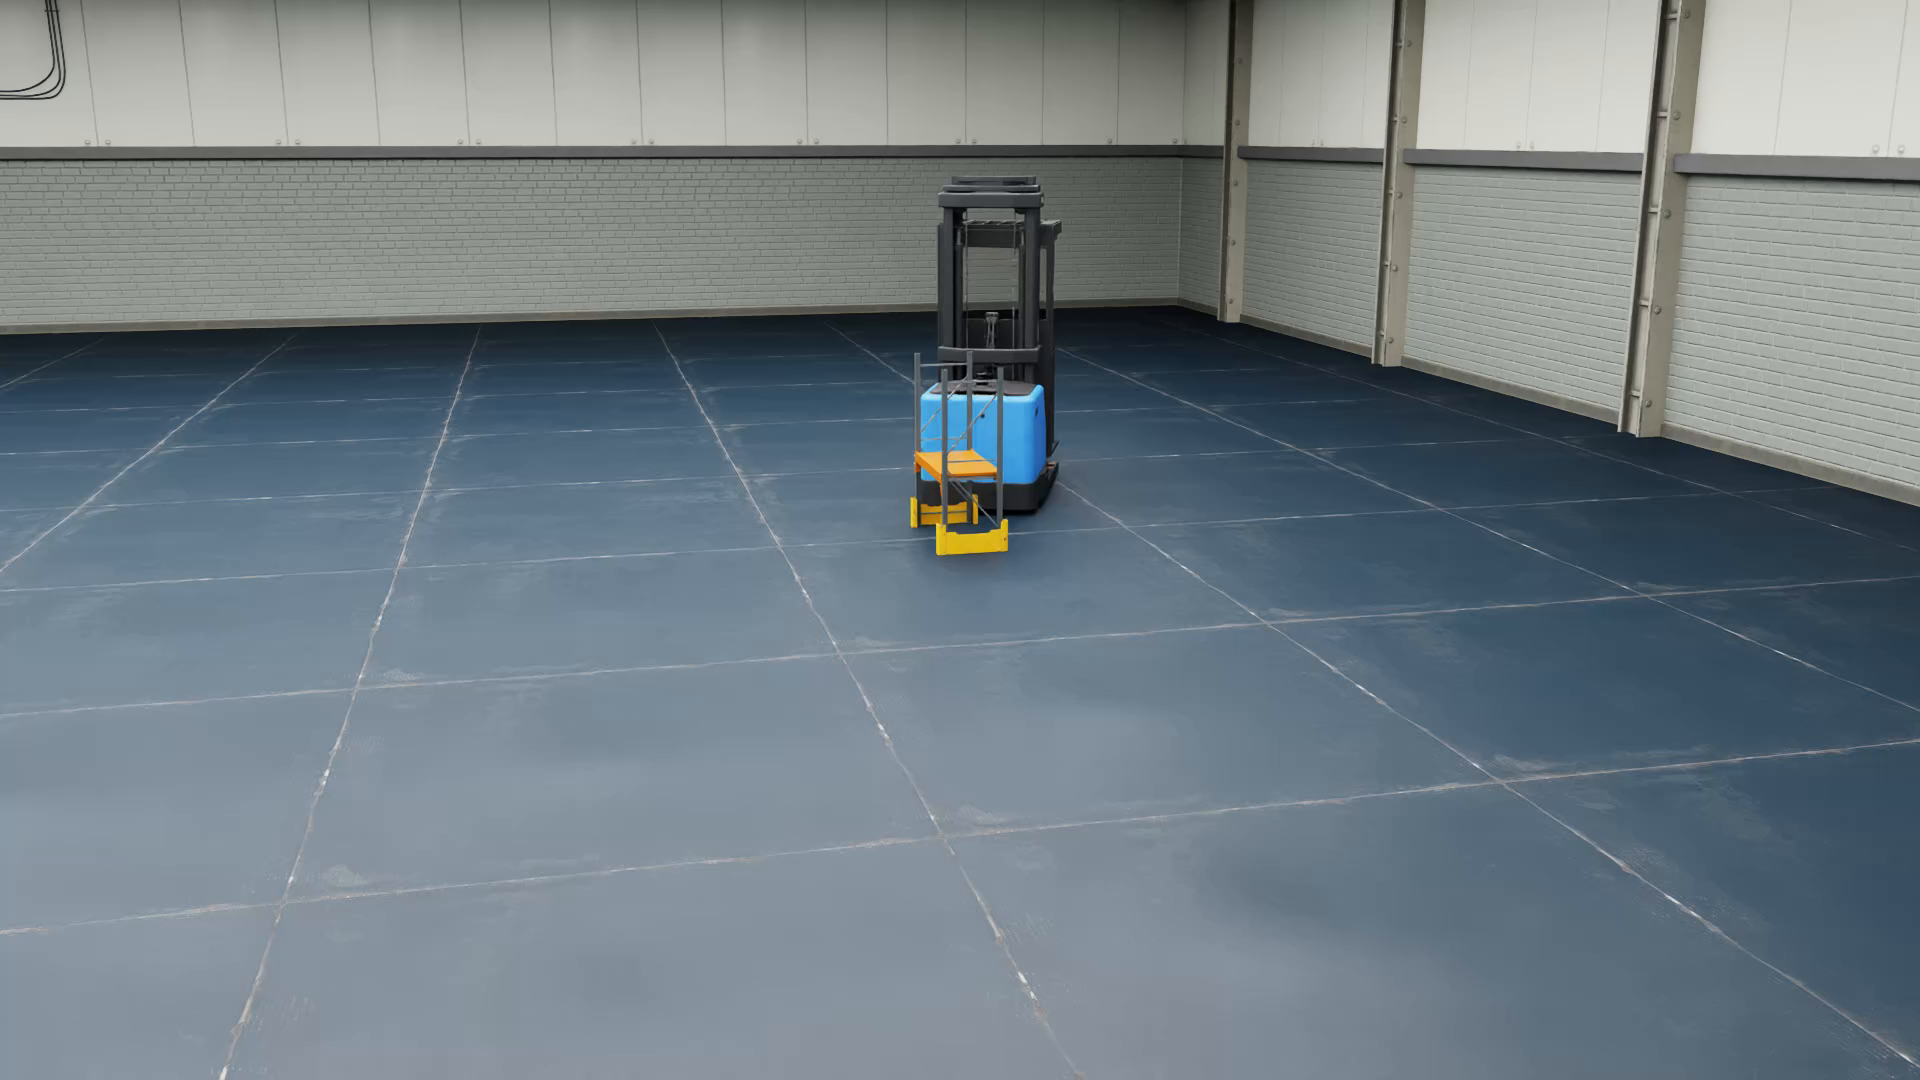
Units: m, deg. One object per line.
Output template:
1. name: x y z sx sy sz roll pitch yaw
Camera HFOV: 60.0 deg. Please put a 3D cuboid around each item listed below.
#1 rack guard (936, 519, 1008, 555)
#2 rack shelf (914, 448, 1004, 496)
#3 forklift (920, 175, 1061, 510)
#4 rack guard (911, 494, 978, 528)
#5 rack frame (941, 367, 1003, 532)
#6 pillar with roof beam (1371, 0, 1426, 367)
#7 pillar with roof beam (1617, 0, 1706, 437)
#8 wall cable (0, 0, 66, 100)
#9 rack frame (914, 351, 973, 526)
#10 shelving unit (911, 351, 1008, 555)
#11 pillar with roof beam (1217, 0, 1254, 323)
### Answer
1. rack guard: 0.099 -0.024 13.499 0.587 0.250 0.087 -3 14 -13
2. rack shelf: -0.020 -0.574 13.872 0.538 0.185 1.000 -3 14 -13
3. forklift: 0.372 -1.986 15.880 1.130 2.935 3.031 2 14 9
4. rack guard: -0.135 -0.254 14.440 0.587 0.250 0.087 -3 14 -13
5. rack frame: 0.099 -0.631 13.350 0.500 1.500 0.032 -3 14 -13
6. pillar with roof beam: 2.114 -6.720 22.473 9.100 9.000 0.400 -3 14 -13
7. pillar with roof beam: 3.523 -5.336 16.808 9.100 9.000 0.400 -3 14 -13
8. wall cable: -15.904 -9.519 26.765 2.305 6.003 0.169 -3 14 -13
9. rack frame: -0.139 -0.866 14.310 0.500 1.500 0.032 -3 14 -13
10. shelving unit: -0.018 -0.746 13.821 0.587 1.500 1.083 -3 14 -13
11. pillar with roof beam: 0.705 -8.104 28.139 9.100 9.000 0.400 -3 14 -13
